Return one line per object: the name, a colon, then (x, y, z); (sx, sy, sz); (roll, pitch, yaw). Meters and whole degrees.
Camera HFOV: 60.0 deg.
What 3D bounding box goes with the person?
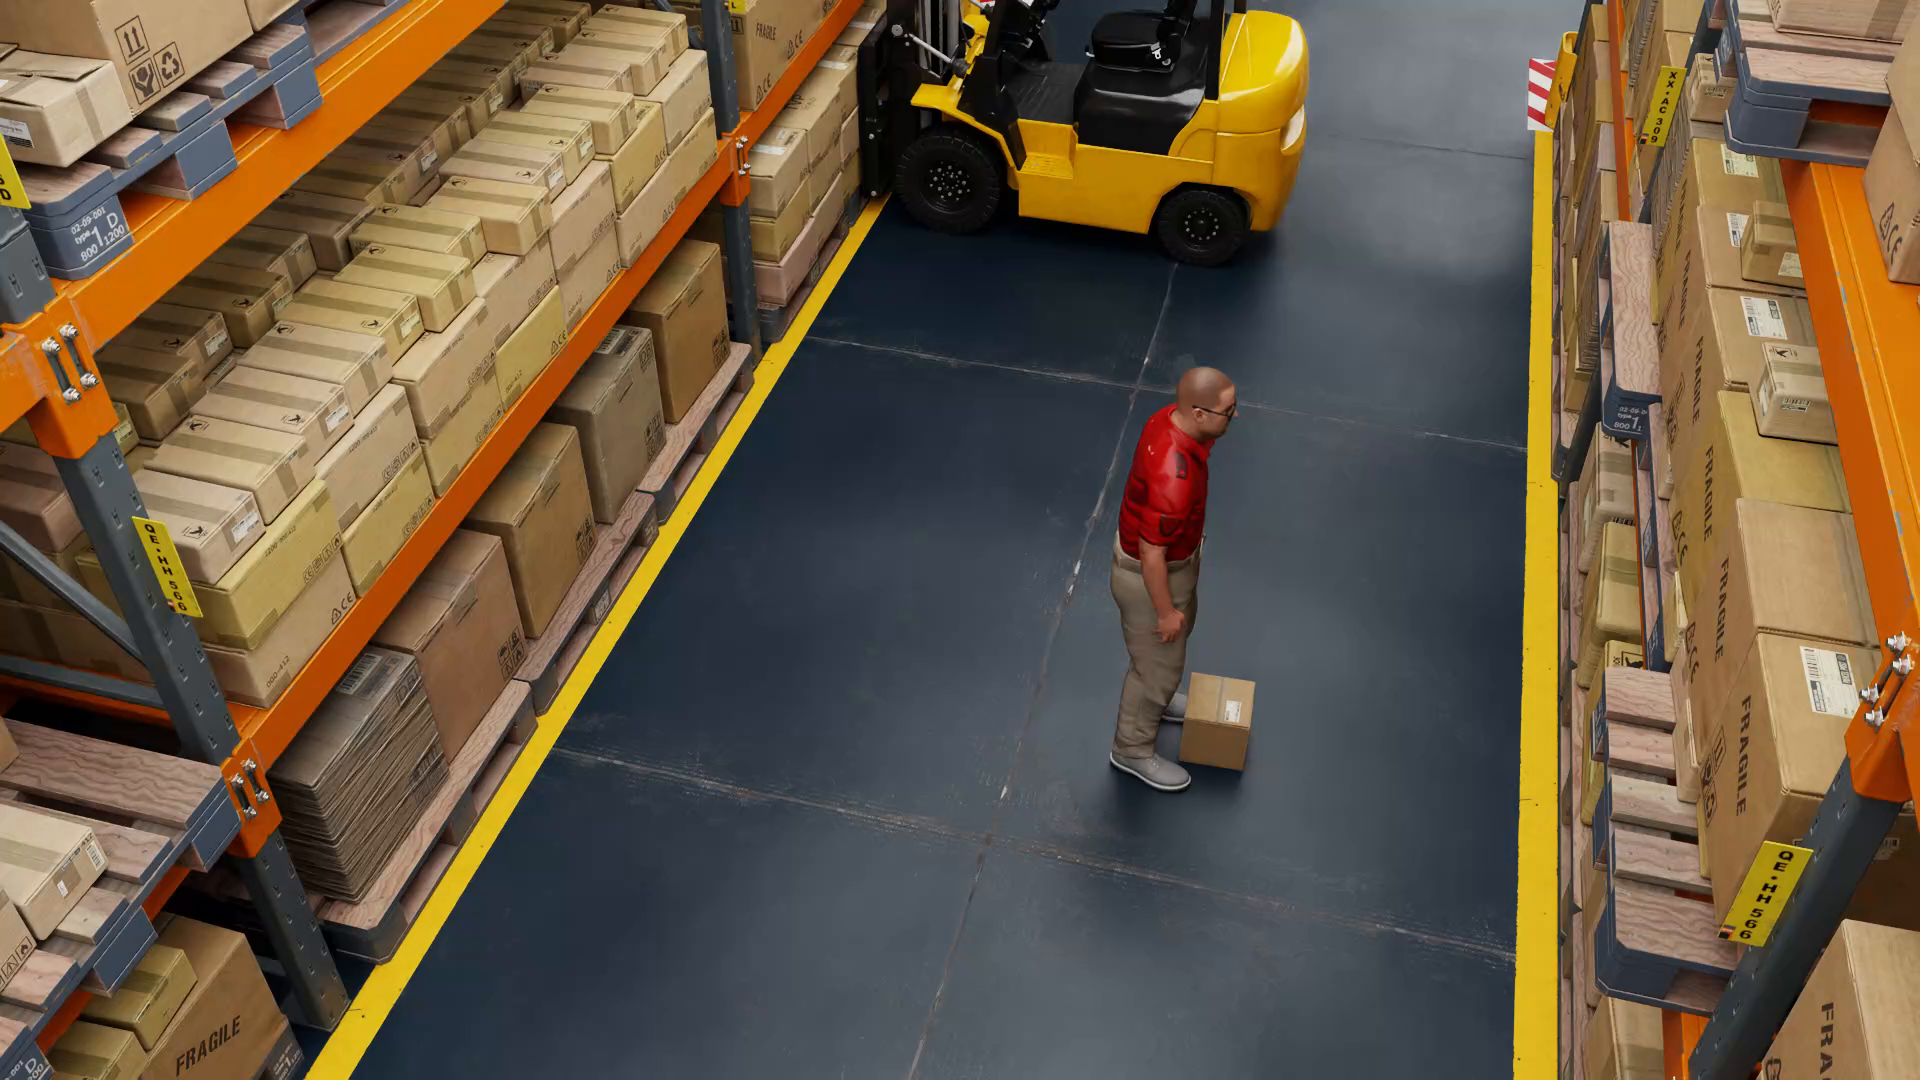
person: (0.752, 0.108, 6.043); (0.393, 1.726, 0.605); (8, 41, 9)
